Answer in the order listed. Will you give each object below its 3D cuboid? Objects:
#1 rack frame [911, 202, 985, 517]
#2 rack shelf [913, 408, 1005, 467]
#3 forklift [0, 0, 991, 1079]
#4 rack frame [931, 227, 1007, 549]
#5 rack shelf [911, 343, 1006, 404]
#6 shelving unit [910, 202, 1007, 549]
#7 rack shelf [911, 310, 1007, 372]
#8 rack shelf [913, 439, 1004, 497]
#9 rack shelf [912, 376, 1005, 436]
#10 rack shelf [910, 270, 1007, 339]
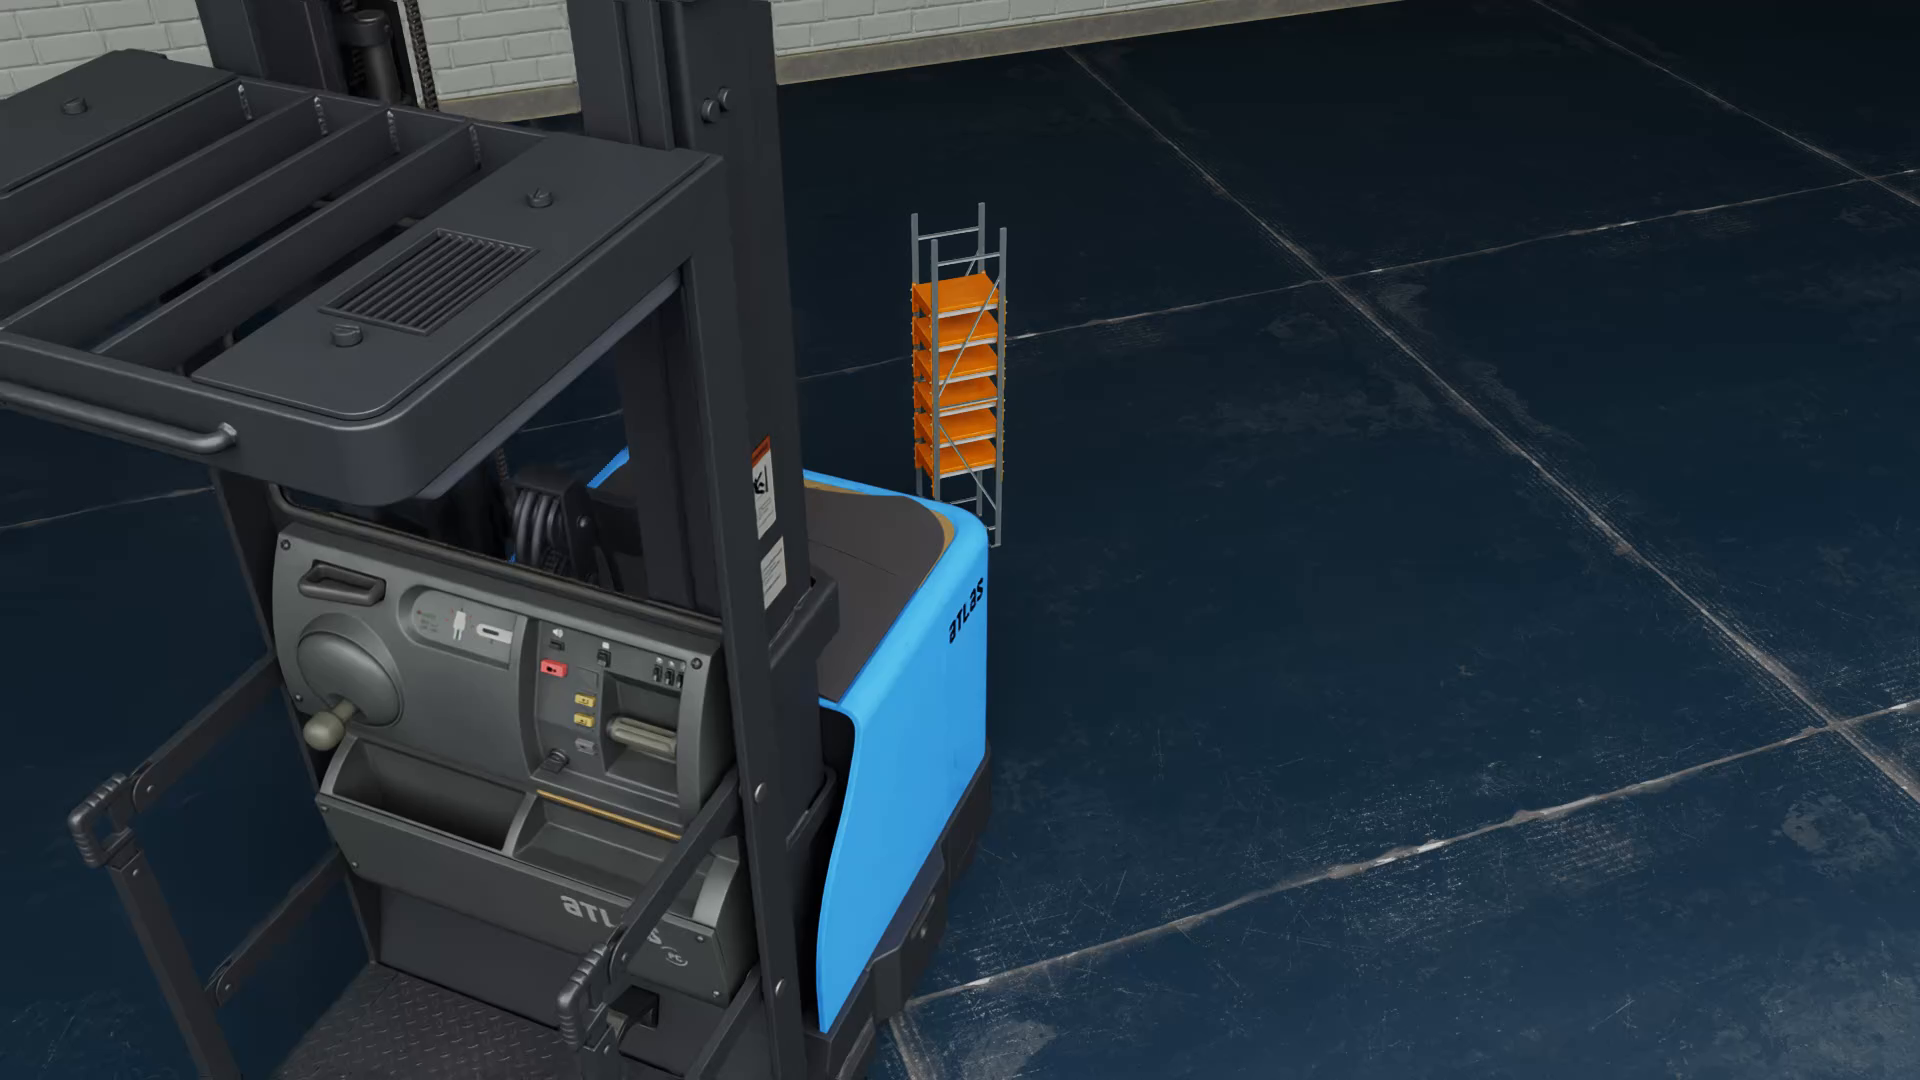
[{"bbox_3d":[-0.036,-0.539,5.468,0.240,1.200,0.006,-12,39,-16],"label":"rack frame"},{"bbox_3d":[-0.005,-0.356,5.499,0.258,0.103,0.180,-12,39,-16],"label":"rack shelf"},{"bbox_3d":[-0.948,0.327,2.880,1.130,2.935,3.031,14,39,18],"label":"forklift"},{"bbox_3d":[0.027,-0.436,5.331,0.240,1.200,0.006,-12,39,-16],"label":"rack frame"},{"bbox_3d":[-0.005,-0.548,5.354,0.258,0.103,0.180,-12,39,-16],"label":"rack shelf"},{"bbox_3d":[-0.005,-0.487,5.400,0.258,1.200,0.189,-12,39,-16],"label":"shelving unit"},{"bbox_3d":[-0.005,-0.644,5.282,0.258,0.103,0.180,-12,39,-16],"label":"rack shelf"},{"bbox_3d":[-0.005,-0.260,5.571,0.258,0.103,0.180,-12,39,-16],"label":"rack shelf"},{"bbox_3d":[-0.005,-0.452,5.427,0.258,0.103,0.180,-12,39,-16],"label":"rack shelf"},{"bbox_3d":[-0.005,-0.739,5.210,0.258,0.103,0.180,-12,39,-16],"label":"rack shelf"}]
